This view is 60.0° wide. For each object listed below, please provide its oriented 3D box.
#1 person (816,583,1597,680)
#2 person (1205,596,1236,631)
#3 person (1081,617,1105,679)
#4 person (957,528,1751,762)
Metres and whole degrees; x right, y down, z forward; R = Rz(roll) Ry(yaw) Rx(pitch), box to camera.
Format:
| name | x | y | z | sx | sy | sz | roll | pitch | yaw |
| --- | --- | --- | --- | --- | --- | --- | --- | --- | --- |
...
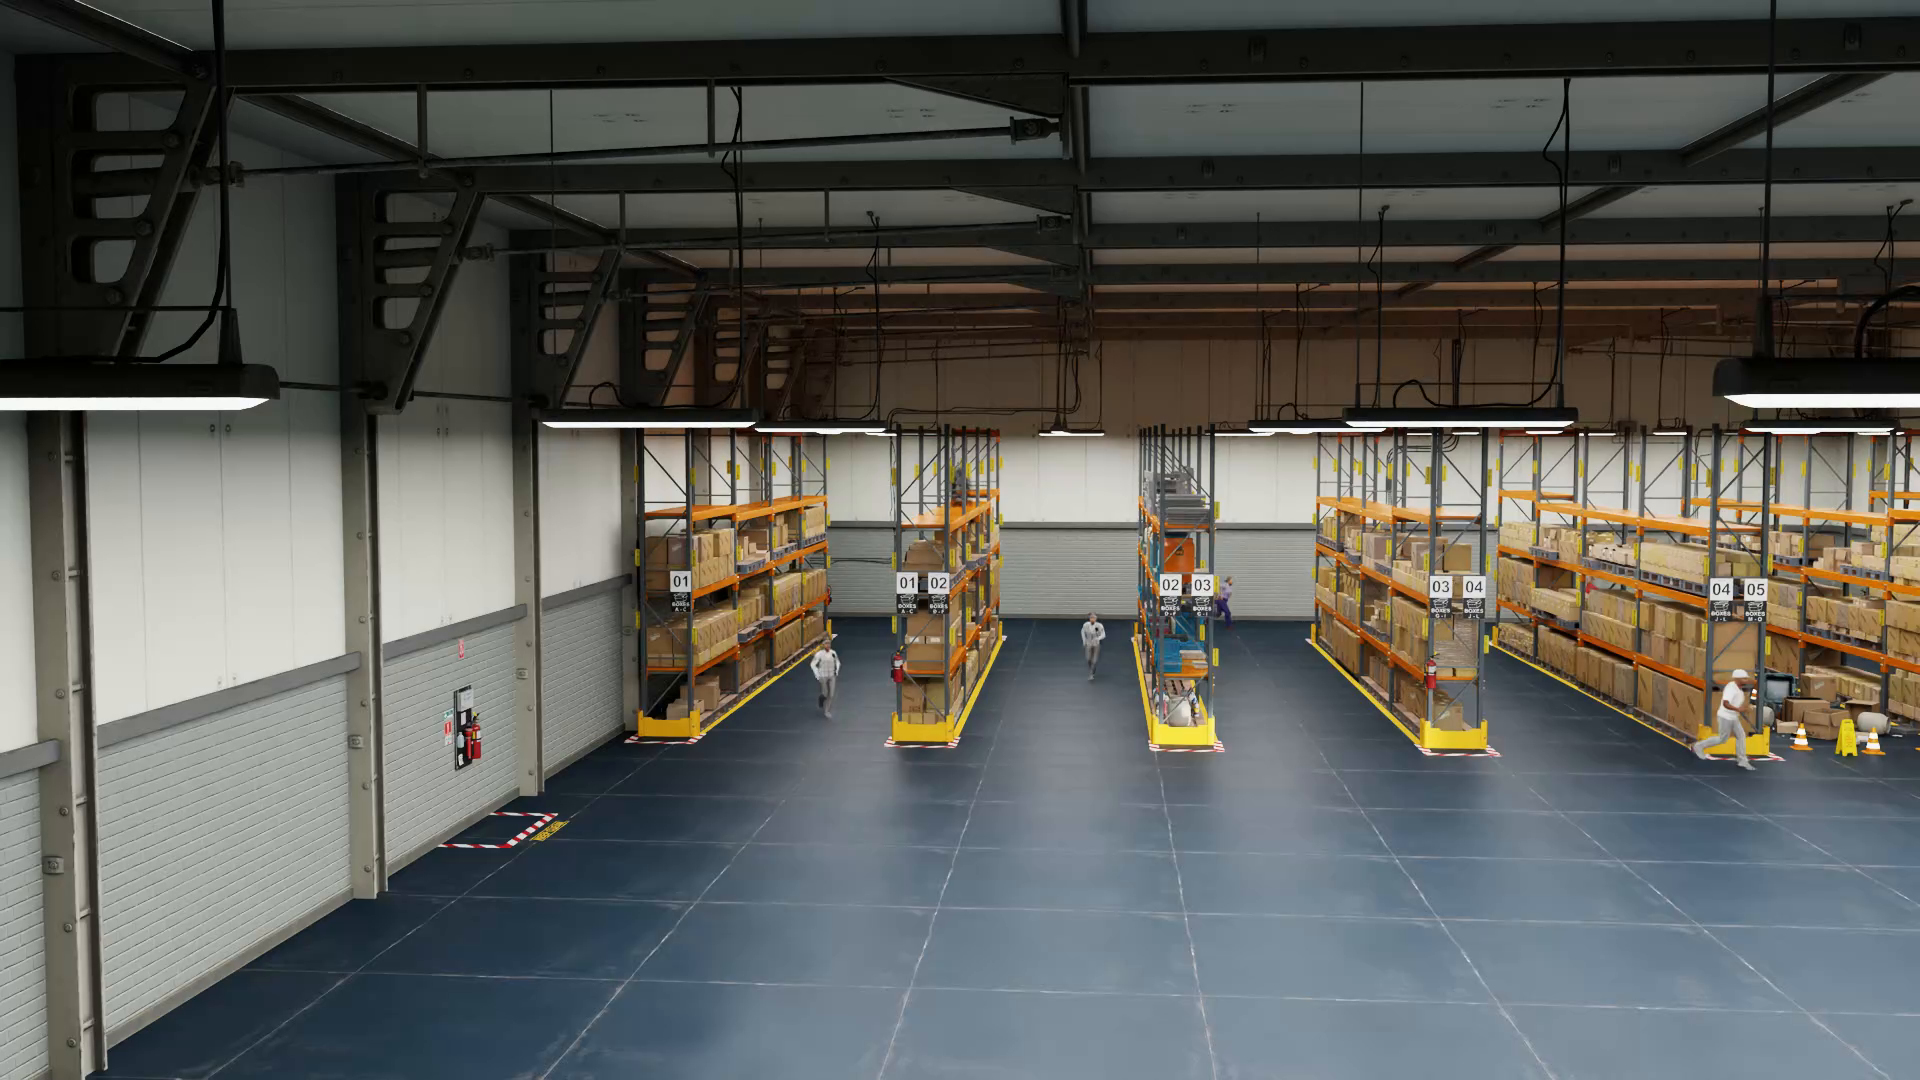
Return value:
| name | x | y | z | sx | sy | sz | roll | pitch | yaw |
| --- | --- | --- | --- | --- | --- | --- | --- | --- | --- |
| person | 7.743 | 2.009 | 41.263 | 25.134 | 0.878 | 5.955 | -1 | 4 | -21 |
| person | 7.815 | 2.246 | 49.869 | 0.971 | 0.968 | 0.397 | 2 | 4 | 30 |
| person | 3.156 | 2.523 | 39.430 | 0.583 | 1.575 | 0.549 | 1 | 4 | 9 |
| person | 6.573 | 1.804 | 32.814 | 16.351 | 3.665 | 2.059 | 2 | 4 | 35 |
